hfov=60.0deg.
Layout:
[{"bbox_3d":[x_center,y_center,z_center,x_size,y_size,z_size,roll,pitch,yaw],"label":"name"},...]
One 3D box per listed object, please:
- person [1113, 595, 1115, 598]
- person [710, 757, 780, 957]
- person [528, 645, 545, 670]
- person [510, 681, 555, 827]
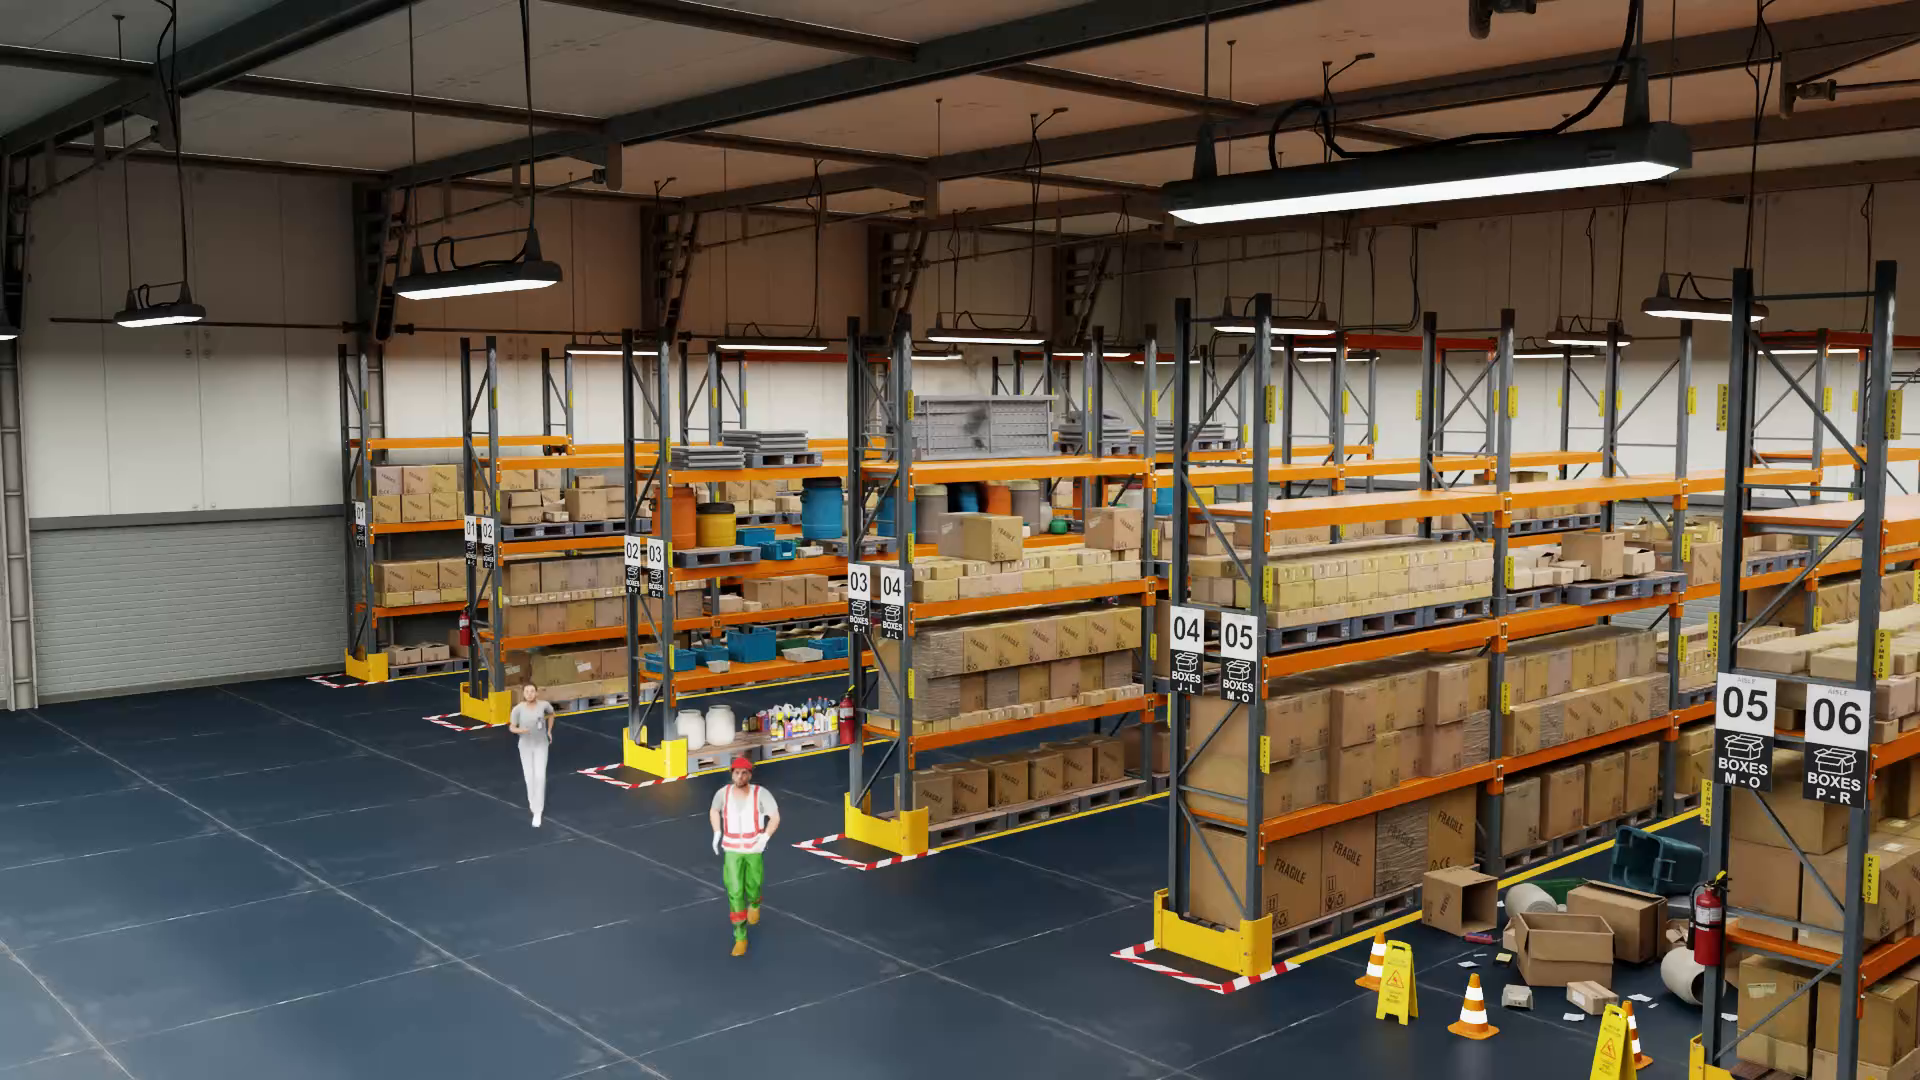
[{"bbox_3d":[3.230,1.421,32.869,0.523,1.587,0.854,3,6,34],"label":"person"},{"bbox_3d":[-2.014,2.896,15.566,0.668,1.786,0.892,0,5,-2],"label":"person"},{"bbox_3d":[-7.233,1.747,28.521,0.692,1.720,0.589,4,6,36],"label":"person"},{"bbox_3d":[-5.154,2.531,20.069,0.495,1.709,0.827,-1,5,-6],"label":"person"}]
